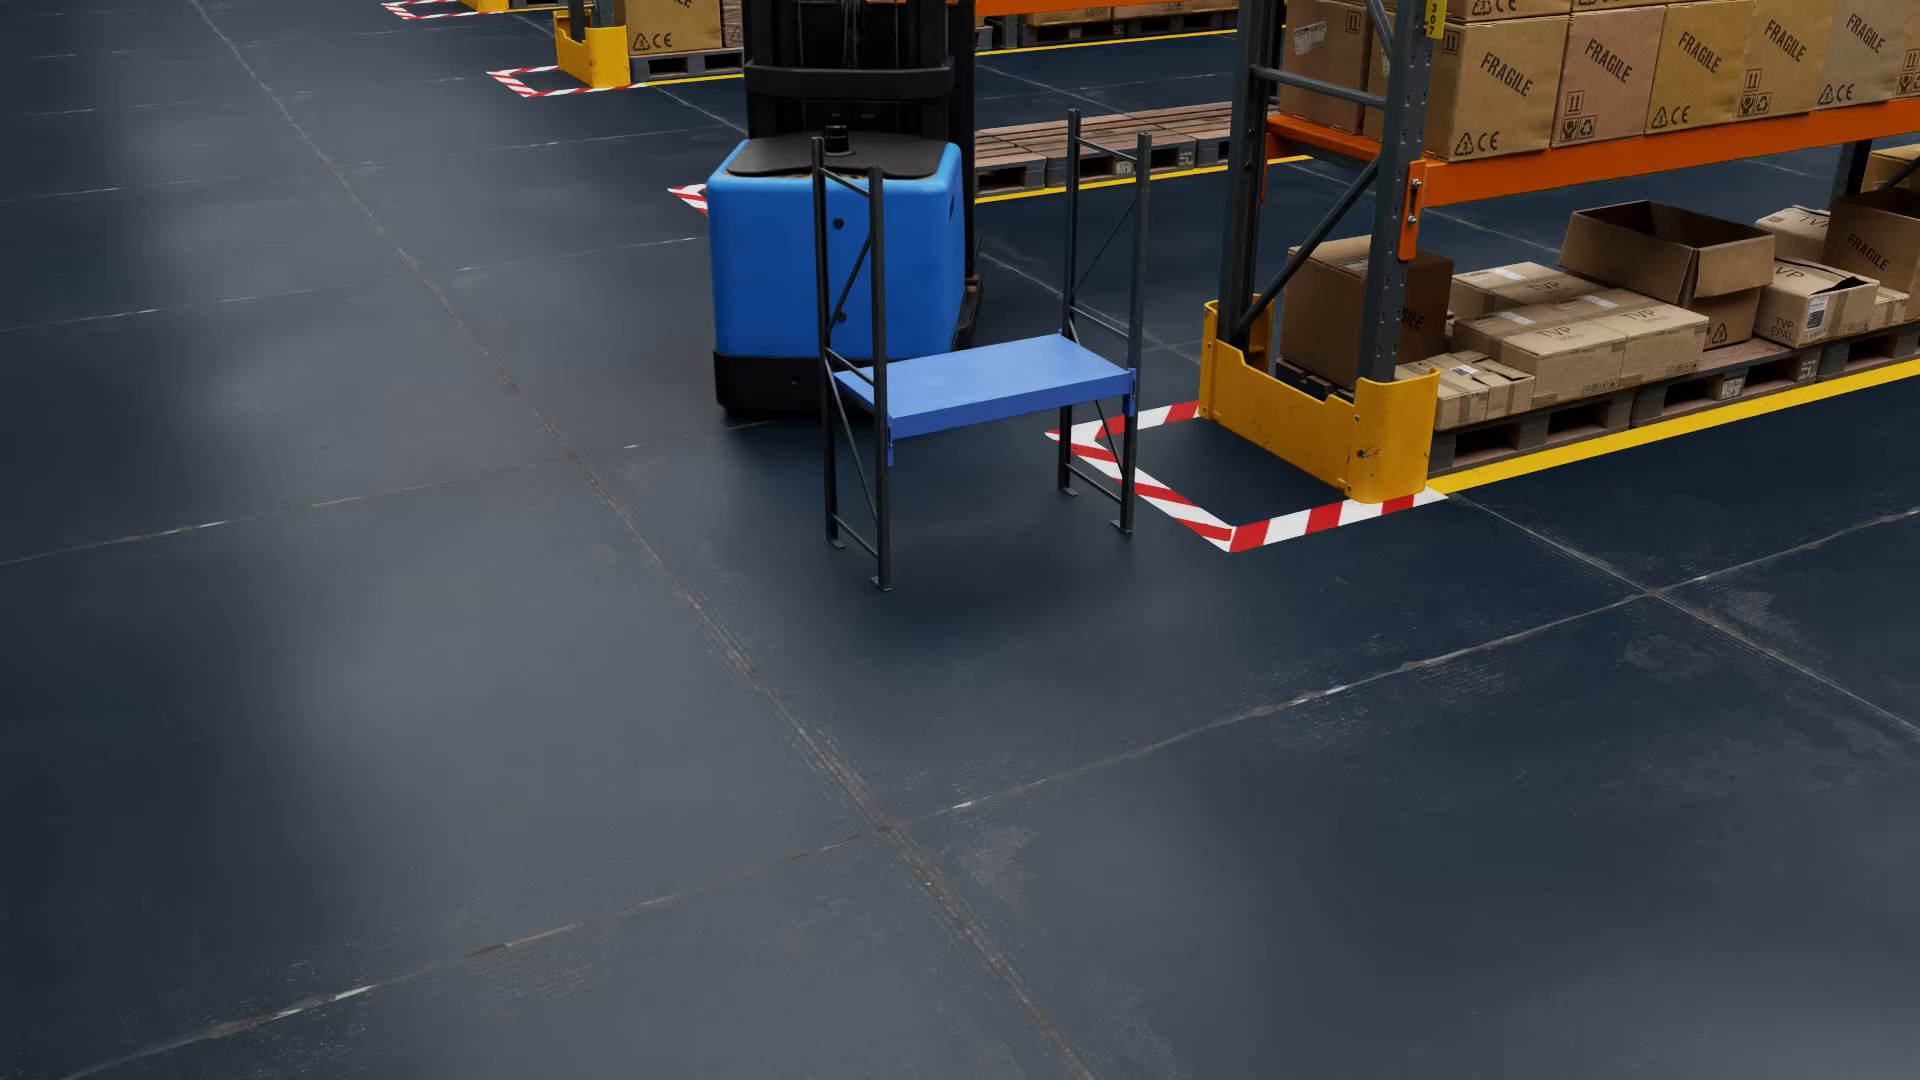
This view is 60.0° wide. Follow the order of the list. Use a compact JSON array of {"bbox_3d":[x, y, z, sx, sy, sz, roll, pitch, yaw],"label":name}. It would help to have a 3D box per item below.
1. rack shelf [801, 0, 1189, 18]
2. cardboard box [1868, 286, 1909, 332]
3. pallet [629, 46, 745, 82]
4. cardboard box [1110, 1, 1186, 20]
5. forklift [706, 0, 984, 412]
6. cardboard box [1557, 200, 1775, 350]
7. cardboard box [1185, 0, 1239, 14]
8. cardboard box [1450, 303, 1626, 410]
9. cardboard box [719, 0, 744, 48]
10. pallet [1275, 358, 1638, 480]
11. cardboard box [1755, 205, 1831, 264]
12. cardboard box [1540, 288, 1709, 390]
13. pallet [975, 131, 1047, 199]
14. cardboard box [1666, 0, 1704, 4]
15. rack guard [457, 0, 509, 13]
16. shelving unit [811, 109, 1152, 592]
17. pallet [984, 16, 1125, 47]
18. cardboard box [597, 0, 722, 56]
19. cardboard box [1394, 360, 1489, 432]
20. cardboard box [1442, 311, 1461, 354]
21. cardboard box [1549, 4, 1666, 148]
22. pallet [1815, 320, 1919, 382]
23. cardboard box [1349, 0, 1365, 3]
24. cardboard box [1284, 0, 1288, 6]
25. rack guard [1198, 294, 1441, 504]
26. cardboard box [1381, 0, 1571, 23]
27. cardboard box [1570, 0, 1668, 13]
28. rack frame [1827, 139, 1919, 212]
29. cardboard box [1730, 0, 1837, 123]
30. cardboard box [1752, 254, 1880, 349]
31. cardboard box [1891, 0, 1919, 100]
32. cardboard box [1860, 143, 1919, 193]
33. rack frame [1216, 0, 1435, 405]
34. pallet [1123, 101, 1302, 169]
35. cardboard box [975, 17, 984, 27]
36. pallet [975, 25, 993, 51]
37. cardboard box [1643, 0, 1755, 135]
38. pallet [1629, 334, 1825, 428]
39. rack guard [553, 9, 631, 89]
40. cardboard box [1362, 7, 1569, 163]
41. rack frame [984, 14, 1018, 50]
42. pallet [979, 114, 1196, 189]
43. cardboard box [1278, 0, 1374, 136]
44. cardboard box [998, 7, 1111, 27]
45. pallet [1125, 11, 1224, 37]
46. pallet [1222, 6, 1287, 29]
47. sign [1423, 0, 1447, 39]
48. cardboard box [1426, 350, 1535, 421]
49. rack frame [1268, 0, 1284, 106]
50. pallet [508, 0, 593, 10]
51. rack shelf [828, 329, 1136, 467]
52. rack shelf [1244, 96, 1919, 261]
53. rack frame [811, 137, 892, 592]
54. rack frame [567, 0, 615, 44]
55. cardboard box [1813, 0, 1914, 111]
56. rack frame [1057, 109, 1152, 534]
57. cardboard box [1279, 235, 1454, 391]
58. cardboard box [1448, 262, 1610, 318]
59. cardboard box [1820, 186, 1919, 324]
[{"bbox_3d":[0.836,-3.702,11.326,4.000,0.370,1.077,-13,29,-25],"label":"rack shelf"},{"bbox_3d":[4.256,-1.130,7.924,0.250,0.149,0.380,-13,29,-25],"label":"cardboard box"},{"bbox_3d":[-2.591,-4.446,15.266,1.213,0.211,1.003,-13,29,-25],"label":"pallet"},{"bbox_3d":[1.613,-5.877,16.994,0.875,0.875,1.225,-14,29,-27],"label":"cardboard box"},{"bbox_3d":[-0.454,-2.474,8.017,1.130,2.935,3.031,2,26,4],"label":"forklift"},{"bbox_3d":[3.273,-1.229,7.721,0.637,0.503,0.797,-13,29,-25],"label":"cardboard box"},{"bbox_3d":[2.391,-6.060,17.376,0.875,0.875,1.225,-13,29,-25],"label":"cardboard box"},{"bbox_3d":[2.453,-0.789,7.097,0.500,0.250,0.500,-13,29,-25],"label":"cardboard box"},{"bbox_3d":[-1.929,-5.088,15.351,0.875,0.875,0.875,-13,29,-25],"label":"cardboard box"},{"bbox_3d":[2.169,-0.647,7.355,1.213,0.211,1.003,-13,29,-25],"label":"pallet"},{"bbox_3d":[4.456,-1.524,8.557,0.500,0.311,0.500,-13,29,-25],"label":"cardboard box"},{"bbox_3d":[2.895,-0.891,7.309,0.500,0.250,0.500,-13,29,-25],"label":"cardboard box"},{"bbox_3d":[-0.183,-2.515,11.244,1.213,0.211,1.003,-13,29,-25],"label":"pallet"},{"bbox_3d":[2.816,-2.421,6.556,0.500,0.500,0.500,-13,28,-24],"label":"cardboard box"},{"bbox_3d":[-5.437,-6.314,18.823,0.348,0.500,1.175,-13,29,-25],"label":"rack guard"},{"bbox_3d":[0.075,-0.693,5.962,1.048,1.500,0.538,-13,29,-25],"label":"shelving unit"},{"bbox_3d":[0.916,-5.254,16.949,1.213,0.211,1.003,-13,29,-25],"label":"pallet"},{"bbox_3d":[-2.732,-4.903,14.965,0.875,0.875,0.875,-13,29,-25],"label":"cardboard box"},{"bbox_3d":[1.930,-0.593,6.806,0.250,0.149,0.380,-13,29,-25],"label":"cardboard box"},{"bbox_3d":[2.162,-0.900,7.425,0.250,0.166,0.380,-13,29,-25],"label":"cardboard box"},{"bbox_3d":[2.367,-1.868,6.560,0.500,0.500,0.500,-13,29,-26],"label":"cardboard box"},{"bbox_3d":[4.322,-1.144,8.390,1.213,0.211,1.003,-13,29,-25],"label":"pallet"},{"bbox_3d":[1.662,-2.418,6.549,0.500,0.500,0.500,-13,29,-26],"label":"cardboard box"},{"bbox_3d":[3.181,-6.239,17.748,0.875,0.875,1.225,-14,29,-27],"label":"cardboard box"},{"bbox_3d":[1.466,-0.615,6.953,0.348,0.500,1.175,-13,29,-25],"label":"rack guard"},{"bbox_3d":[1.915,-2.212,6.120,0.500,0.500,0.500,-12,28,-24],"label":"cardboard box"},{"bbox_3d":[2.372,-2.321,6.348,0.500,0.500,0.500,-13,28,-25],"label":"cardboard box"},{"bbox_3d":[4.928,-2.541,8.077,0.127,3.000,1.000,-13,29,-25],"label":"rack frame"},{"bbox_3d":[3.253,-2.070,6.981,0.500,0.500,0.500,-13,28,-24],"label":"cardboard box"},{"bbox_3d":[3.897,-1.150,7.778,0.500,0.311,0.500,-13,29,-25],"label":"cardboard box"},{"bbox_3d":[4.154,-2.281,7.419,0.500,0.500,0.500,-12,28,-24],"label":"cardboard box"},{"bbox_3d":[5.229,-1.822,8.960,0.500,0.500,0.500,-13,29,-25],"label":"cardboard box"},{"bbox_3d":[1.399,-1.726,6.380,0.127,3.000,1.000,-13,29,-25],"label":"rack frame"},{"bbox_3d":[1.970,-3.012,12.279,1.213,0.211,1.003,-13,29,-25],"label":"pallet"},{"bbox_3d":[-0.350,-5.453,16.111,0.875,0.875,0.875,-13,29,-25],"label":"cardboard box"},{"bbox_3d":[-0.438,-4.943,16.301,1.213,0.211,1.003,-13,29,-25],"label":"pallet"},{"bbox_3d":[2.811,-1.969,6.770,0.500,0.500,0.500,-13,29,-25],"label":"cardboard box"},{"bbox_3d":[3.244,-0.894,7.869,1.213,0.211,1.003,-13,29,-25],"label":"pallet"},{"bbox_3d":[-3.281,-4.379,14.792,0.348,0.500,1.175,-13,29,-25],"label":"rack guard"},{"bbox_3d":[1.915,-1.761,6.337,0.500,0.500,0.500,-12,28,-24],"label":"cardboard box"},{"bbox_3d":[0.270,-6.325,15.958,0.127,3.000,1.000,-13,29,-25],"label":"rack frame"},{"bbox_3d":[0.892,-2.762,11.758,1.213,0.211,1.003,-13,29,-25],"label":"pallet"},{"bbox_3d":[1.666,-1.967,6.765,0.500,0.500,0.500,-12,28,-24],"label":"cardboard box"},{"bbox_3d":[0.825,-5.695,16.615,0.875,0.875,1.225,-13,29,-25],"label":"cardboard box"},{"bbox_3d":[1.993,-5.504,17.470,1.213,0.211,1.003,-13,29,-25],"label":"pallet"},{"bbox_3d":[3.068,-5.751,17.984,1.213,0.211,1.003,-13,29,-25],"label":"pallet"},{"bbox_3d":[1.654,-1.909,5.761,0.005,0.325,0.100,-13,29,-25],"label":"sign"},{"bbox_3d":[2.151,-0.652,6.908,0.250,0.166,0.380,-13,29,-25],"label":"cardboard box"},{"bbox_3d":[2.601,-4.433,12.018,0.127,3.000,1.000,-13,29,-25],"label":"rack frame"},{"bbox_3d":[-4.704,-6.336,19.202,1.213,0.211,1.003,-13,29,-25],"label":"pallet"},{"bbox_3d":[0.075,-0.531,6.039,1.000,0.185,0.538,-13,29,-25],"label":"rack shelf"},{"bbox_3d":[3.164,-1.809,7.384,4.000,0.370,1.077,-13,29,-25],"label":"rack shelf"},{"bbox_3d":[-0.373,-0.590,5.746,0.032,1.500,0.500,-13,29,-25],"label":"rack frame"},{"bbox_3d":[-3.259,-5.510,14.261,0.127,3.000,1.000,-13,29,-25],"label":"rack frame"},{"bbox_3d":[3.702,-2.175,7.199,0.500,0.500,0.500,-12,28,-24],"label":"cardboard box"},{"bbox_3d":[0.524,-0.797,6.177,0.032,1.500,0.500,-13,29,-25],"label":"rack frame"},{"bbox_3d":[1.763,-1.003,7.252,0.500,0.500,0.500,-13,29,-25],"label":"cardboard box"},{"bbox_3d":[2.615,-1.072,7.686,0.500,0.250,0.500,-13,29,-25],"label":"cardboard box"},{"bbox_3d":[4.559,-1.388,8.055,0.500,0.500,0.500,-13,29,-25],"label":"cardboard box"}]
